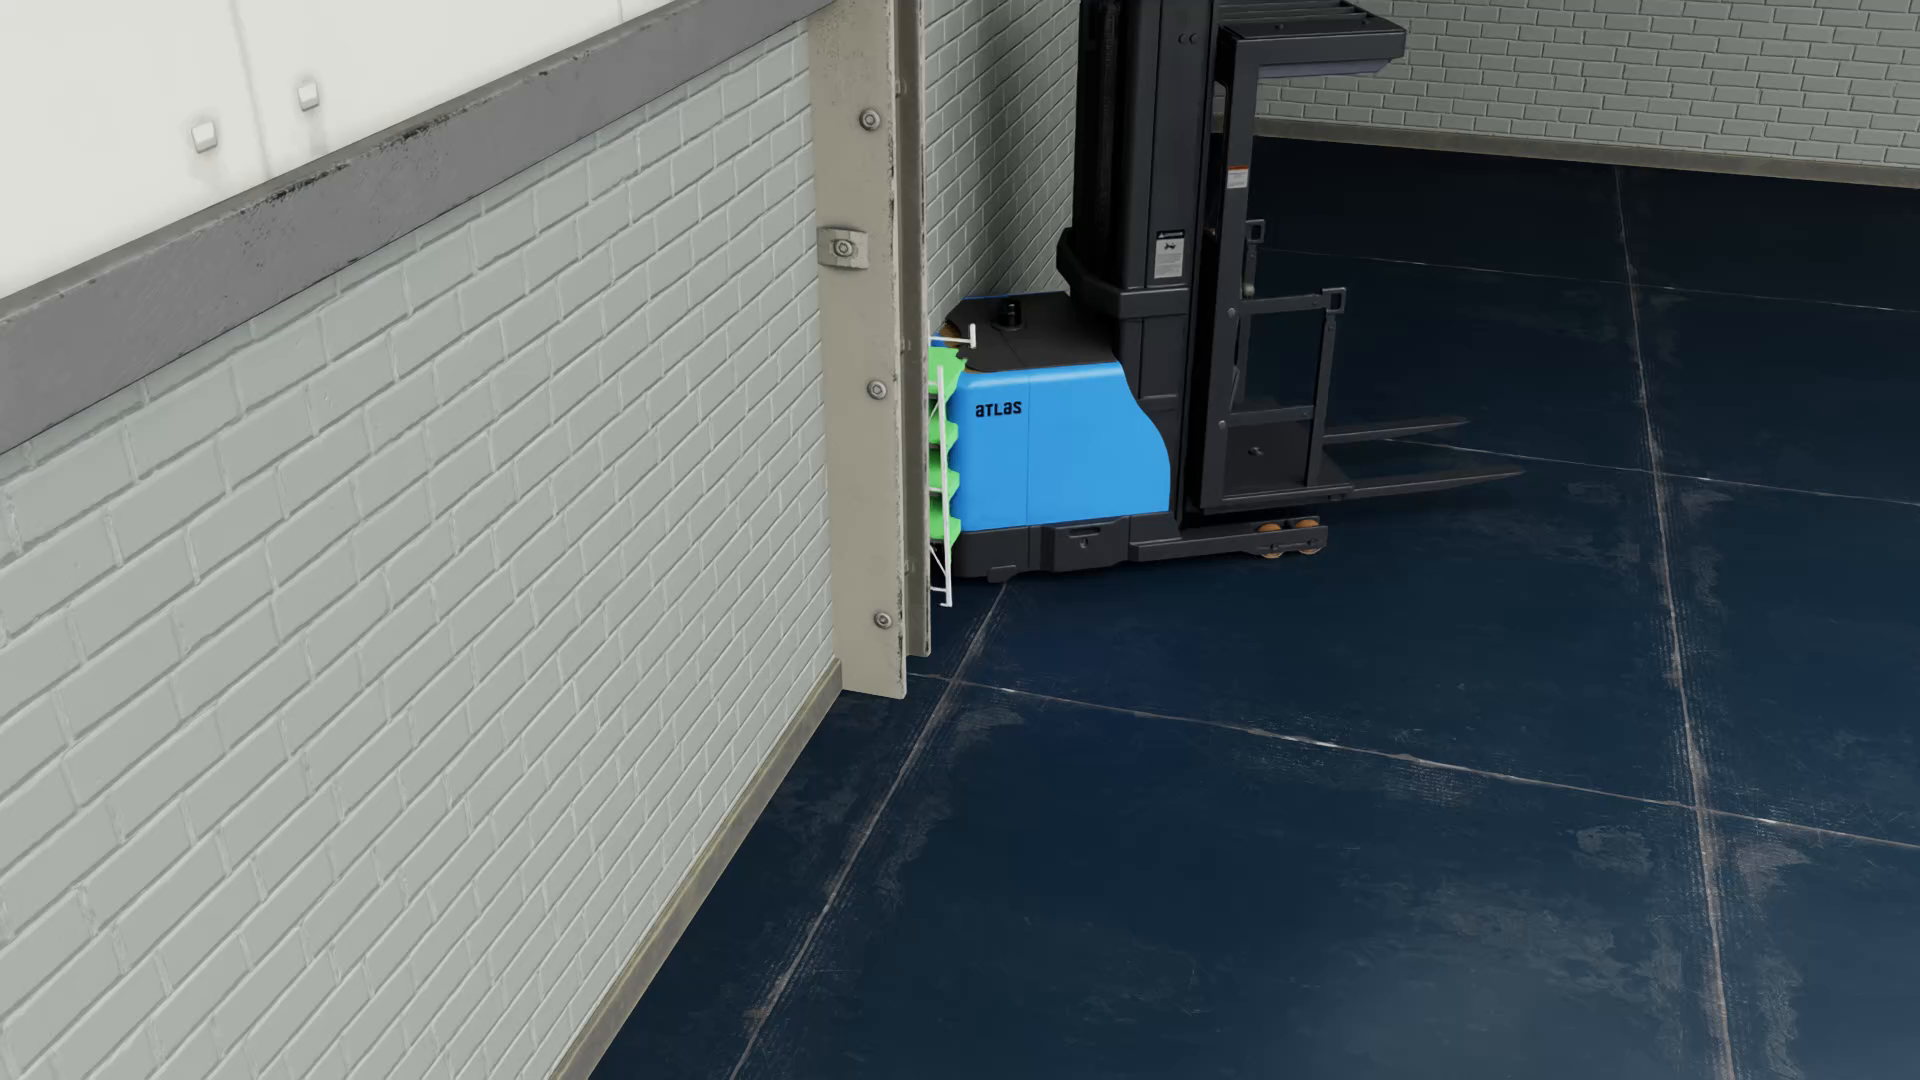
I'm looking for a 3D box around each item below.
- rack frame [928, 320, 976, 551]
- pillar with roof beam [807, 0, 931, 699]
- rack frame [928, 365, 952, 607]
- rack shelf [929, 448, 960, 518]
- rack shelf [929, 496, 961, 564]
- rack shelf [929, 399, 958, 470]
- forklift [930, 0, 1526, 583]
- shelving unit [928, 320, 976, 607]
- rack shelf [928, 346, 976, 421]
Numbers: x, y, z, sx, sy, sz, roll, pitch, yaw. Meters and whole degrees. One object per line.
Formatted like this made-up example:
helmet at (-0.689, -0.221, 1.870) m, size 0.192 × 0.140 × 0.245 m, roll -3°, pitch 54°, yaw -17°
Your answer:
rack frame at (-0.030, -0.462, 7.822) m, size 0.240 × 1.200 × 0.015 m, roll 7°, pitch 30°, yaw 16°
pillar with roof beam at (3.783, -2.758, 3.950) m, size 9.100 × 9.000 × 0.400 m, roll 8°, pitch 30°, yaw 15°
rack frame at (-0.172, -0.231, 7.416) m, size 0.240 × 1.200 × 0.015 m, roll 7°, pitch 30°, yaw 16°
rack shelf at (-0.099, -0.291, 7.650) m, size 0.258 × 0.148 × 0.480 m, roll 7°, pitch 30°, yaw 16°
rack shelf at (-0.092, -0.081, 7.767) m, size 0.258 × 0.148 × 0.480 m, roll 7°, pitch 30°, yaw 16°
rack shelf at (-0.106, -0.500, 7.533) m, size 0.258 × 0.148 × 0.480 m, roll 7°, pitch 30°, yaw 16°
forklift at (1.319, -1.436, 7.816) m, size 3.031 × 2.935 × 1.130 m, roll -6°, pitch 30°, yaw -11°
shelving unit at (-0.101, -0.347, 7.619) m, size 0.258 × 1.200 × 0.503 m, roll 7°, pitch 30°, yaw 16°
rack shelf at (-0.114, -0.710, 7.416) m, size 0.258 × 0.148 × 0.480 m, roll 7°, pitch 30°, yaw 16°
